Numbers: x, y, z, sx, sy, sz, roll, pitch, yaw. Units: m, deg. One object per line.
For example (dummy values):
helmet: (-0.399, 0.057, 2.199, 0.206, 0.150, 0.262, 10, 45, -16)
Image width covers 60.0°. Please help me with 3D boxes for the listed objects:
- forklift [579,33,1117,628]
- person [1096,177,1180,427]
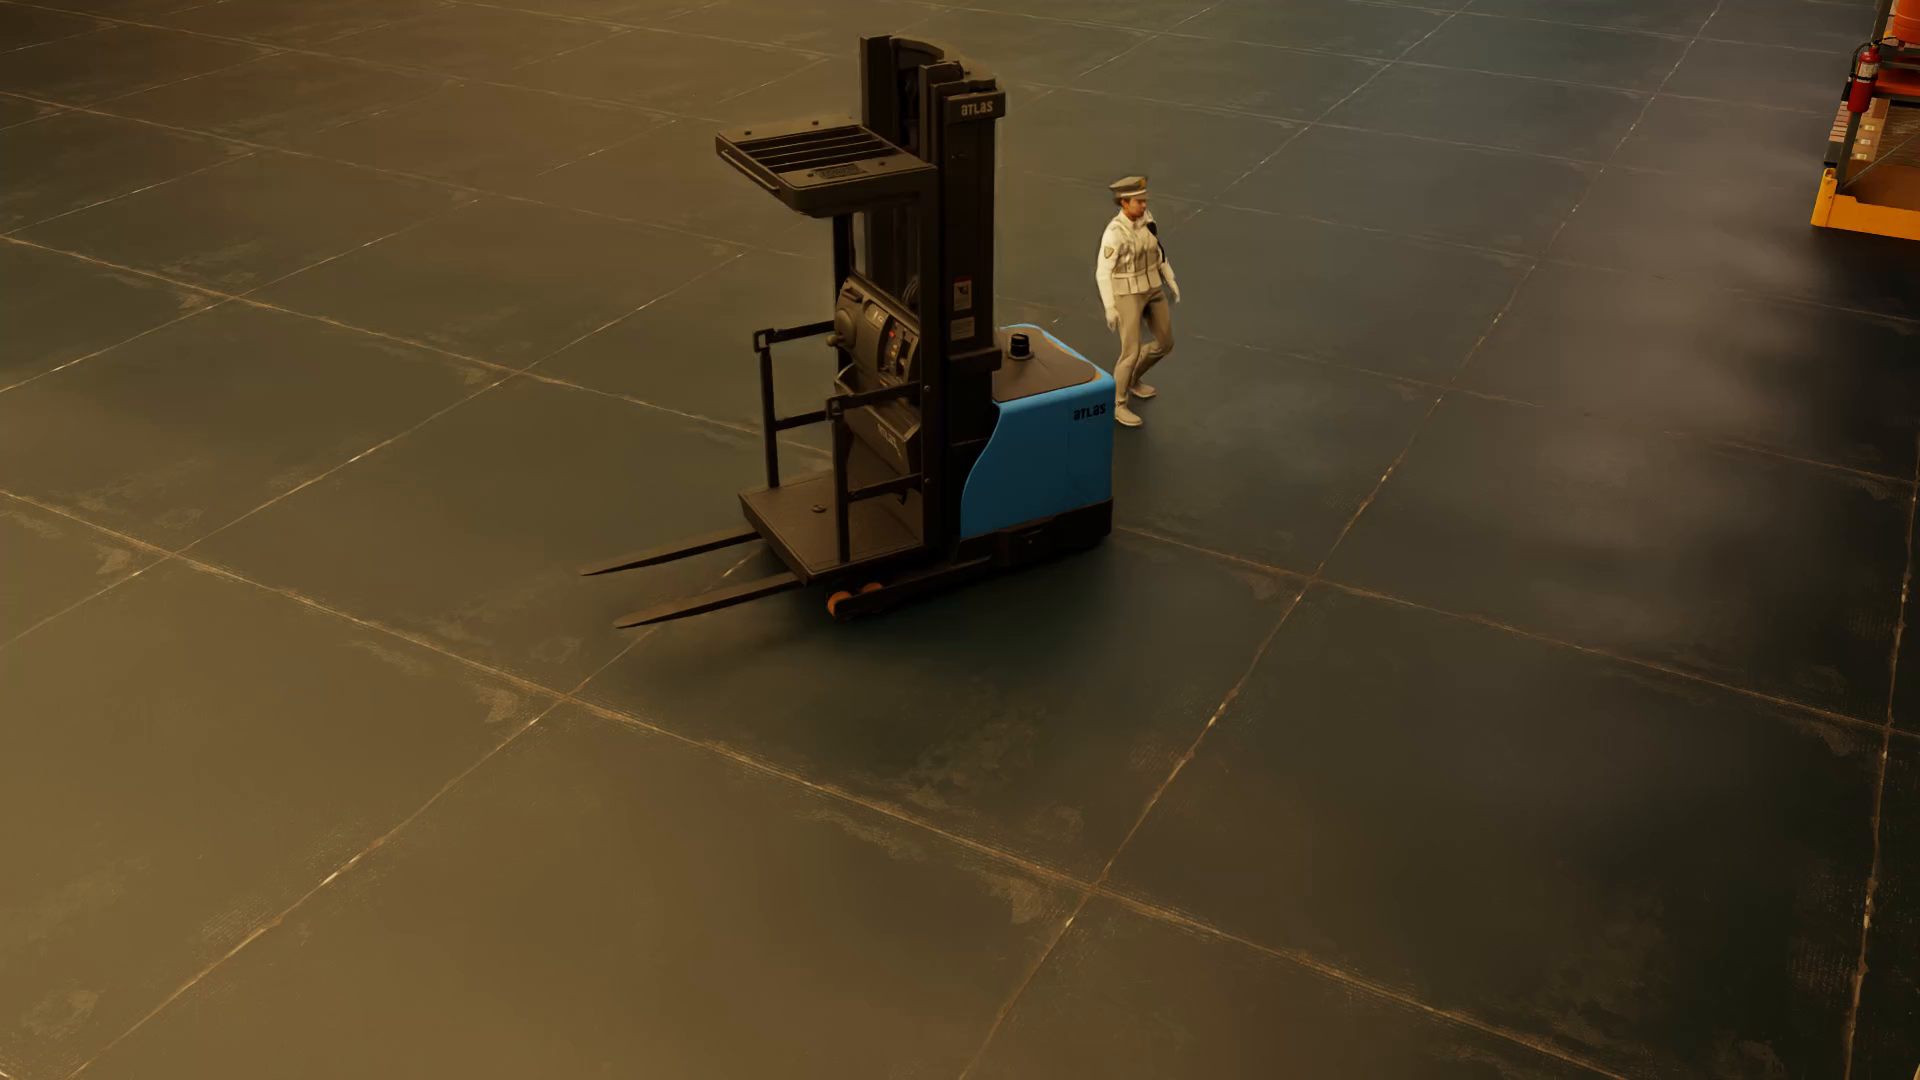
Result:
forklift: (-0.635, -1.121, 9.013, 3.031, 2.935, 1.130, -15, 33, -24)
person: (1.214, -1.642, 11.224, 0.682, 1.613, 0.558, -23, 37, -34)
